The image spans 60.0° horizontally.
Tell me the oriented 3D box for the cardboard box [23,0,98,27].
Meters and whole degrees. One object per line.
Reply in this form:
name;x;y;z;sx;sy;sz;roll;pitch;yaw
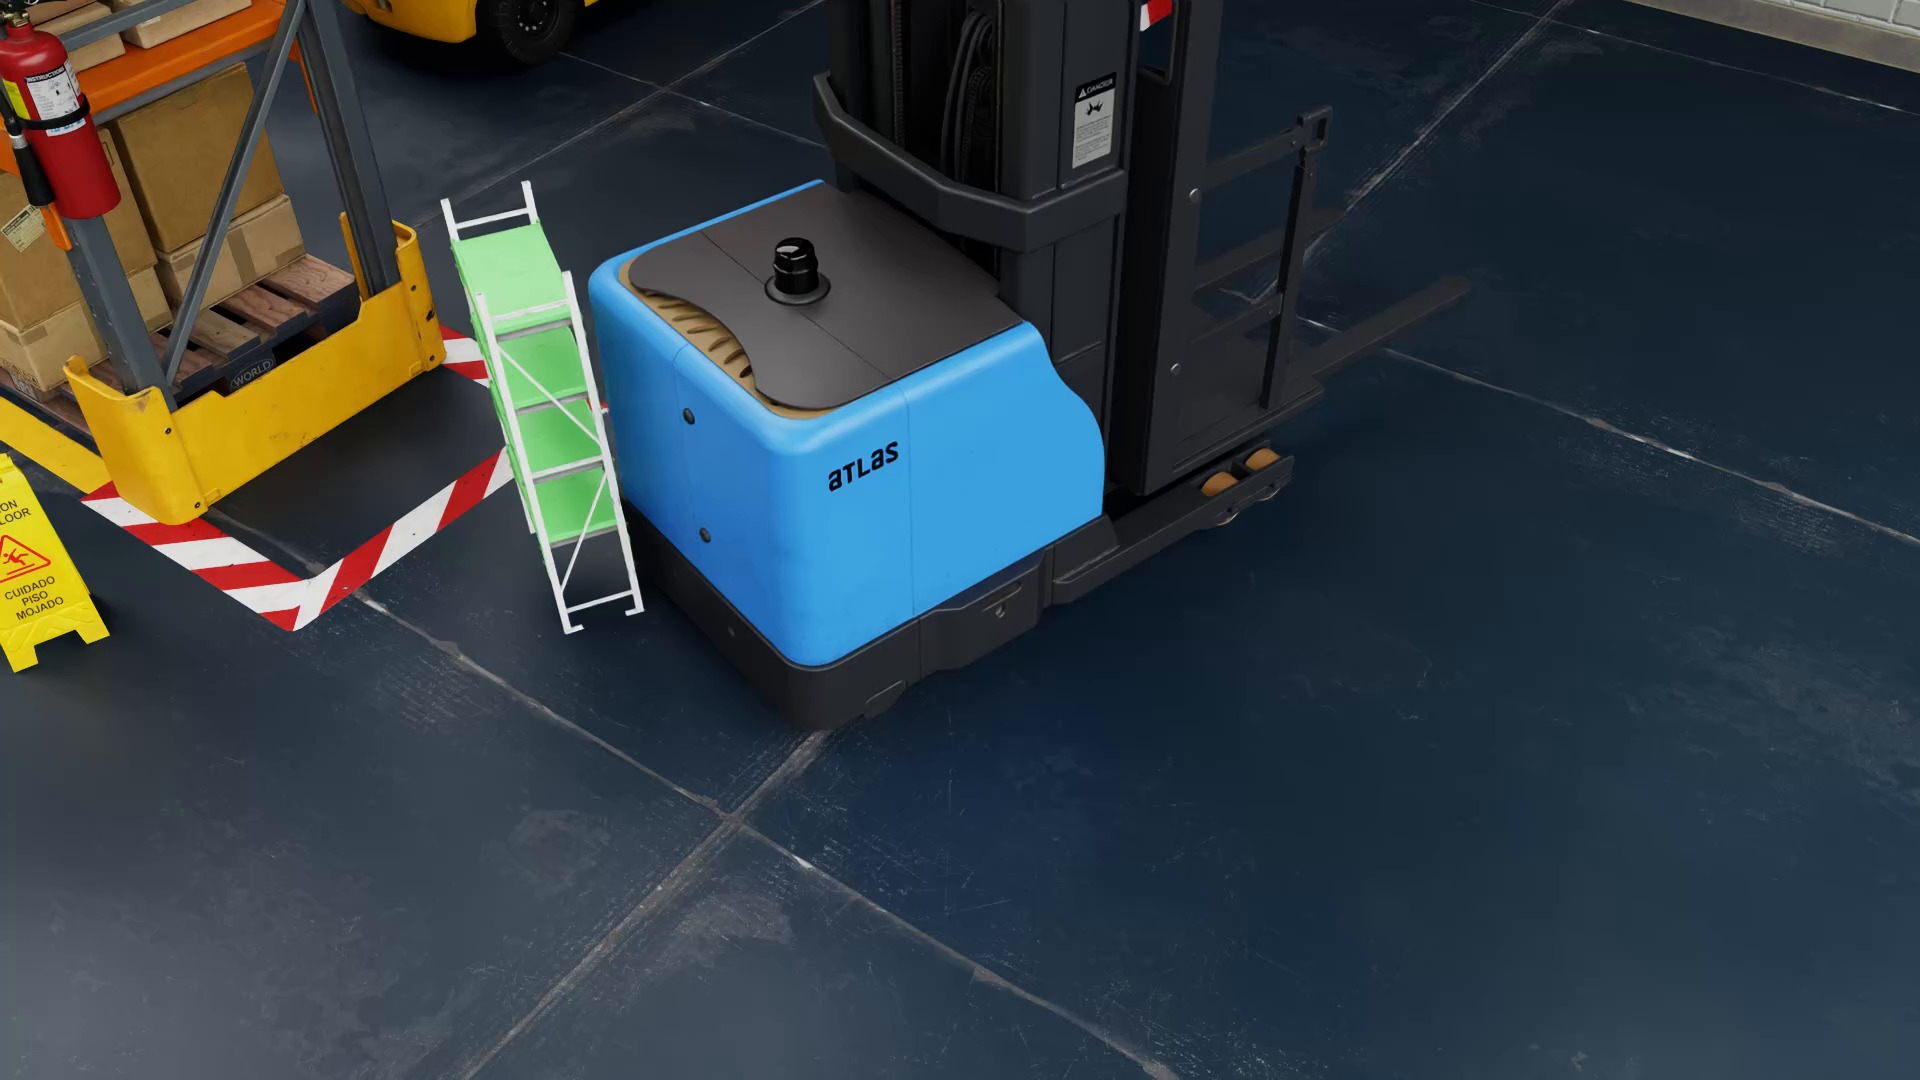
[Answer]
cardboard box;-2.840;-1.708;4.612;0.500;0.500;0.500;24;47;25

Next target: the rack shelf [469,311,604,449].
rack shelf;-1.178;-0.480;4.617;0.258;0.148;0.480;-17;44;-16

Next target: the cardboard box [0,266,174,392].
cardboard box;-3.073;-0.806;5.649;0.500;0.250;0.500;25;47;25

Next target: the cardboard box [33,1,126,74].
cardboard box;-2.666;-1.436;4.793;0.250;0.149;0.380;27;48;27

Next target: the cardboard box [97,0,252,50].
cardboard box;-2.397;-1.652;5.035;0.250;0.149;0.380;25;48;25

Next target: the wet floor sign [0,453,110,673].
wet floor sign;-2.696;0.032;4.731;0.267;0.644;0.232;-25;48;-25

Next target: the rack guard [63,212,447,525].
rack guard;-2.300;-0.600;5.546;0.348;0.500;1.175;25;48;25

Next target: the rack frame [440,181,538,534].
rack frame;-1.268;-0.500;4.903;0.240;1.200;0.015;-17;44;-16

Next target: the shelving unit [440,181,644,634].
shelving unit;-1.173;-0.350;4.736;0.258;1.200;0.503;-17;44;-16

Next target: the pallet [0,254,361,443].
pallet;-2.944;-0.823;6.011;1.213;0.211;1.003;25;48;25

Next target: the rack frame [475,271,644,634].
rack frame;-1.079;-0.200;4.568;0.240;1.200;0.015;-17;44;-16

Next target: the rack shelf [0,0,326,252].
rack shelf;-3.875;-2.000;5.776;4.000;0.370;1.077;25;48;25

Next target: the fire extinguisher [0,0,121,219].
fire extinguisher;-2.408;-1.178;4.376;0.183;0.674;0.296;25;48;25

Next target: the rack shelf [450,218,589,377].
rack shelf;-1.184;-0.657;4.455;0.258;0.148;0.480;-17;44;-16

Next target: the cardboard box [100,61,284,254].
cardboard box;-2.759;-1.383;5.730;0.500;0.500;0.500;24;47;24

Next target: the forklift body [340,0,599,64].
forklift body;-1.990;-3.628;7.691;1.214;2.155;2.313;25;48;25

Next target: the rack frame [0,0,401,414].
rack frame;-2.237;-1.503;4.680;0.127;3.000;1.000;25;48;25

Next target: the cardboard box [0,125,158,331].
cardboard box;-3.043;-1.078;5.390;0.500;0.500;0.500;25;48;26

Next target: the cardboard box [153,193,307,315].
cardboard box;-2.739;-1.094;5.971;0.500;0.250;0.500;25;47;25

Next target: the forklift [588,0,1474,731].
forklift;0.449;-1.390;4.605;3.031;2.935;1.130;-28;49;-28

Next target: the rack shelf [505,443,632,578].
rack shelf;-1.165;-0.126;4.941;0.258;0.148;0.480;-17;44;-16

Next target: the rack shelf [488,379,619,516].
rack shelf;-1.172;-0.303;4.779;0.258;0.148;0.480;-17;44;-16
